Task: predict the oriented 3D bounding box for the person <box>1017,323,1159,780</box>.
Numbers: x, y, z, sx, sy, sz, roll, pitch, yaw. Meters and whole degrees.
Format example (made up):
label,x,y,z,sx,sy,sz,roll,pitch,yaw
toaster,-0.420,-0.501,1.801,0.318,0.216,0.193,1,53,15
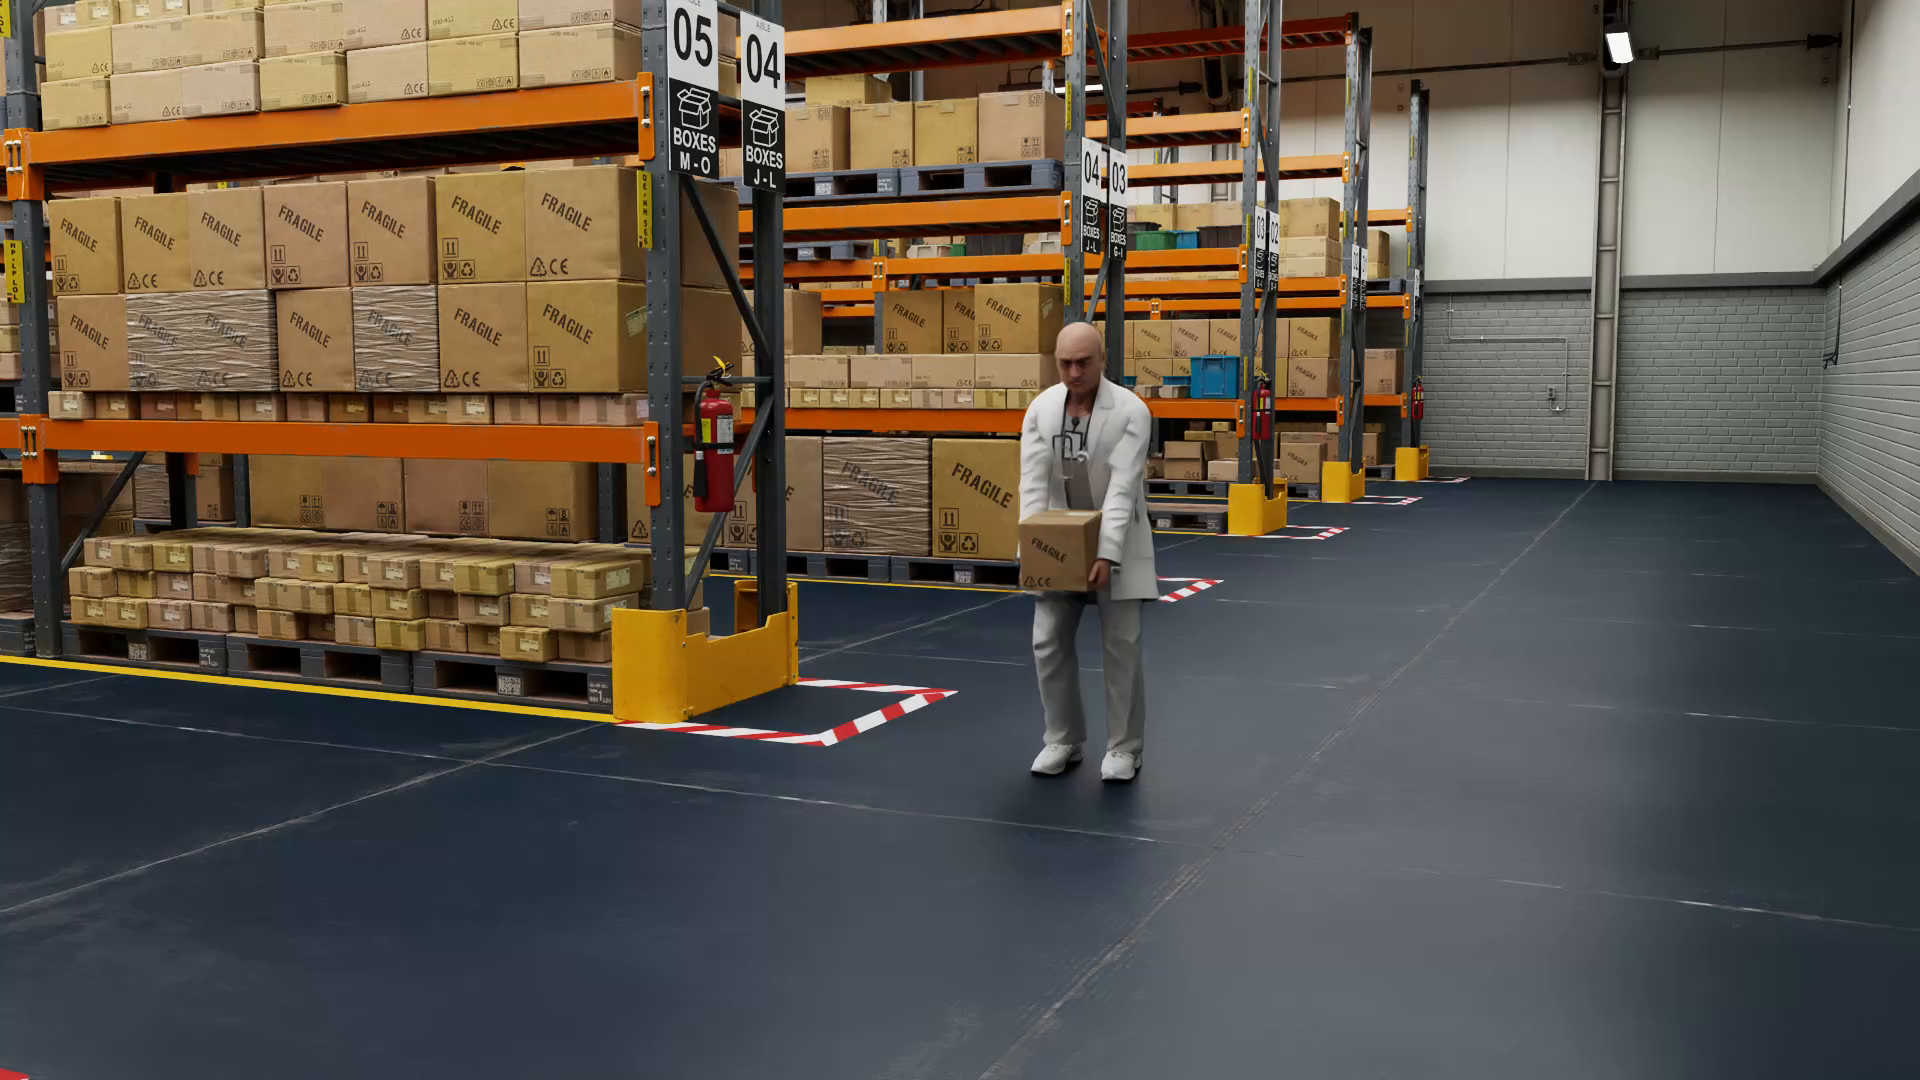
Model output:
label,x,y,z,sx,sy,sz,roll,pitch,yaw
person,0.465,0.050,6.286,0.541,1.720,0.618,2,6,23
